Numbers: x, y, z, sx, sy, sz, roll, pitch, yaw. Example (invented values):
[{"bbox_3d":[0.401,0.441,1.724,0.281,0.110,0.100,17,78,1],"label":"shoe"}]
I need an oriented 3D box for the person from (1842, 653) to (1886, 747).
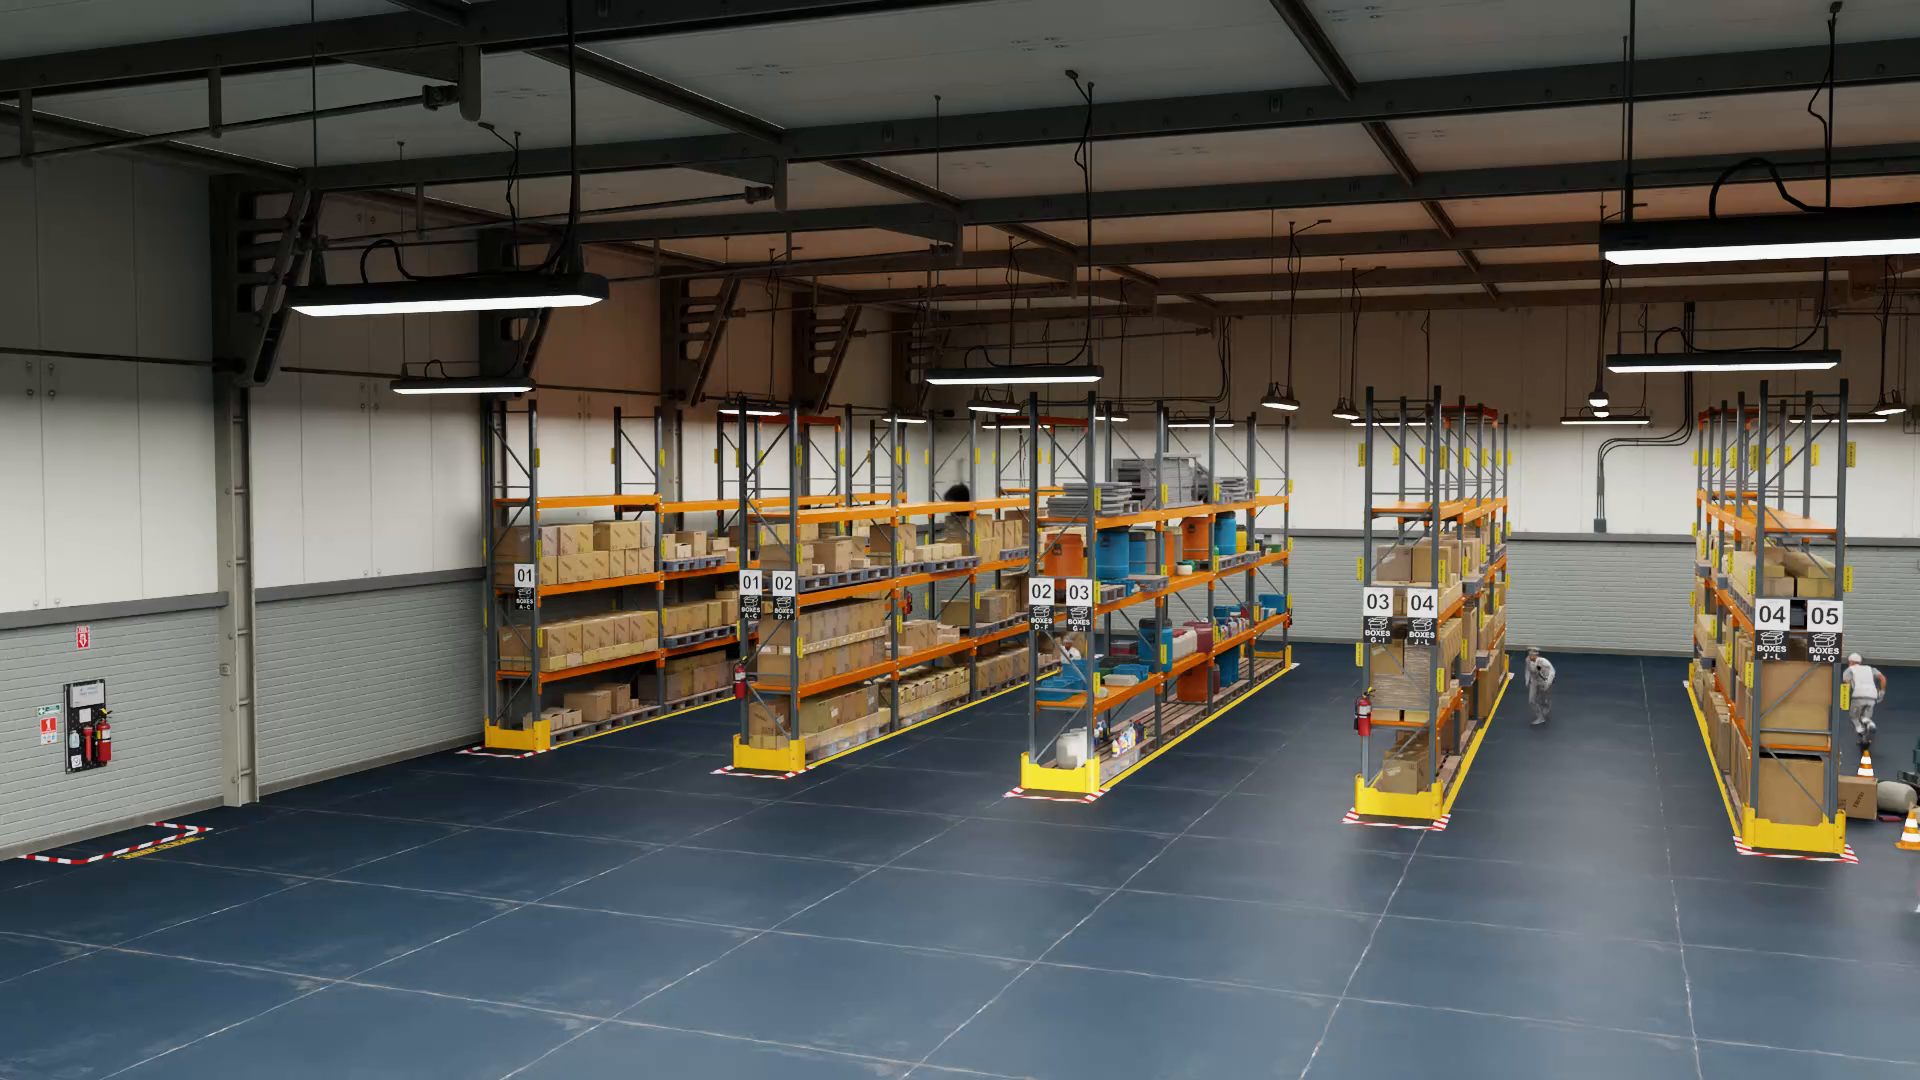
[{"bbox_3d":[15.746,2.792,28.937,0.686,1.582,0.930,0,3,4],"label":"person"}]

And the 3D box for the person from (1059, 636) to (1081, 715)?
[{"bbox_3d":[2.150,2.622,32.360,0.575,1.571,0.951,1,3,26],"label":"person"}]

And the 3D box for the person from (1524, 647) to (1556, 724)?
[{"bbox_3d":[10.970,2.733,31.362,0.623,1.478,0.968,3,4,42],"label":"person"}]
